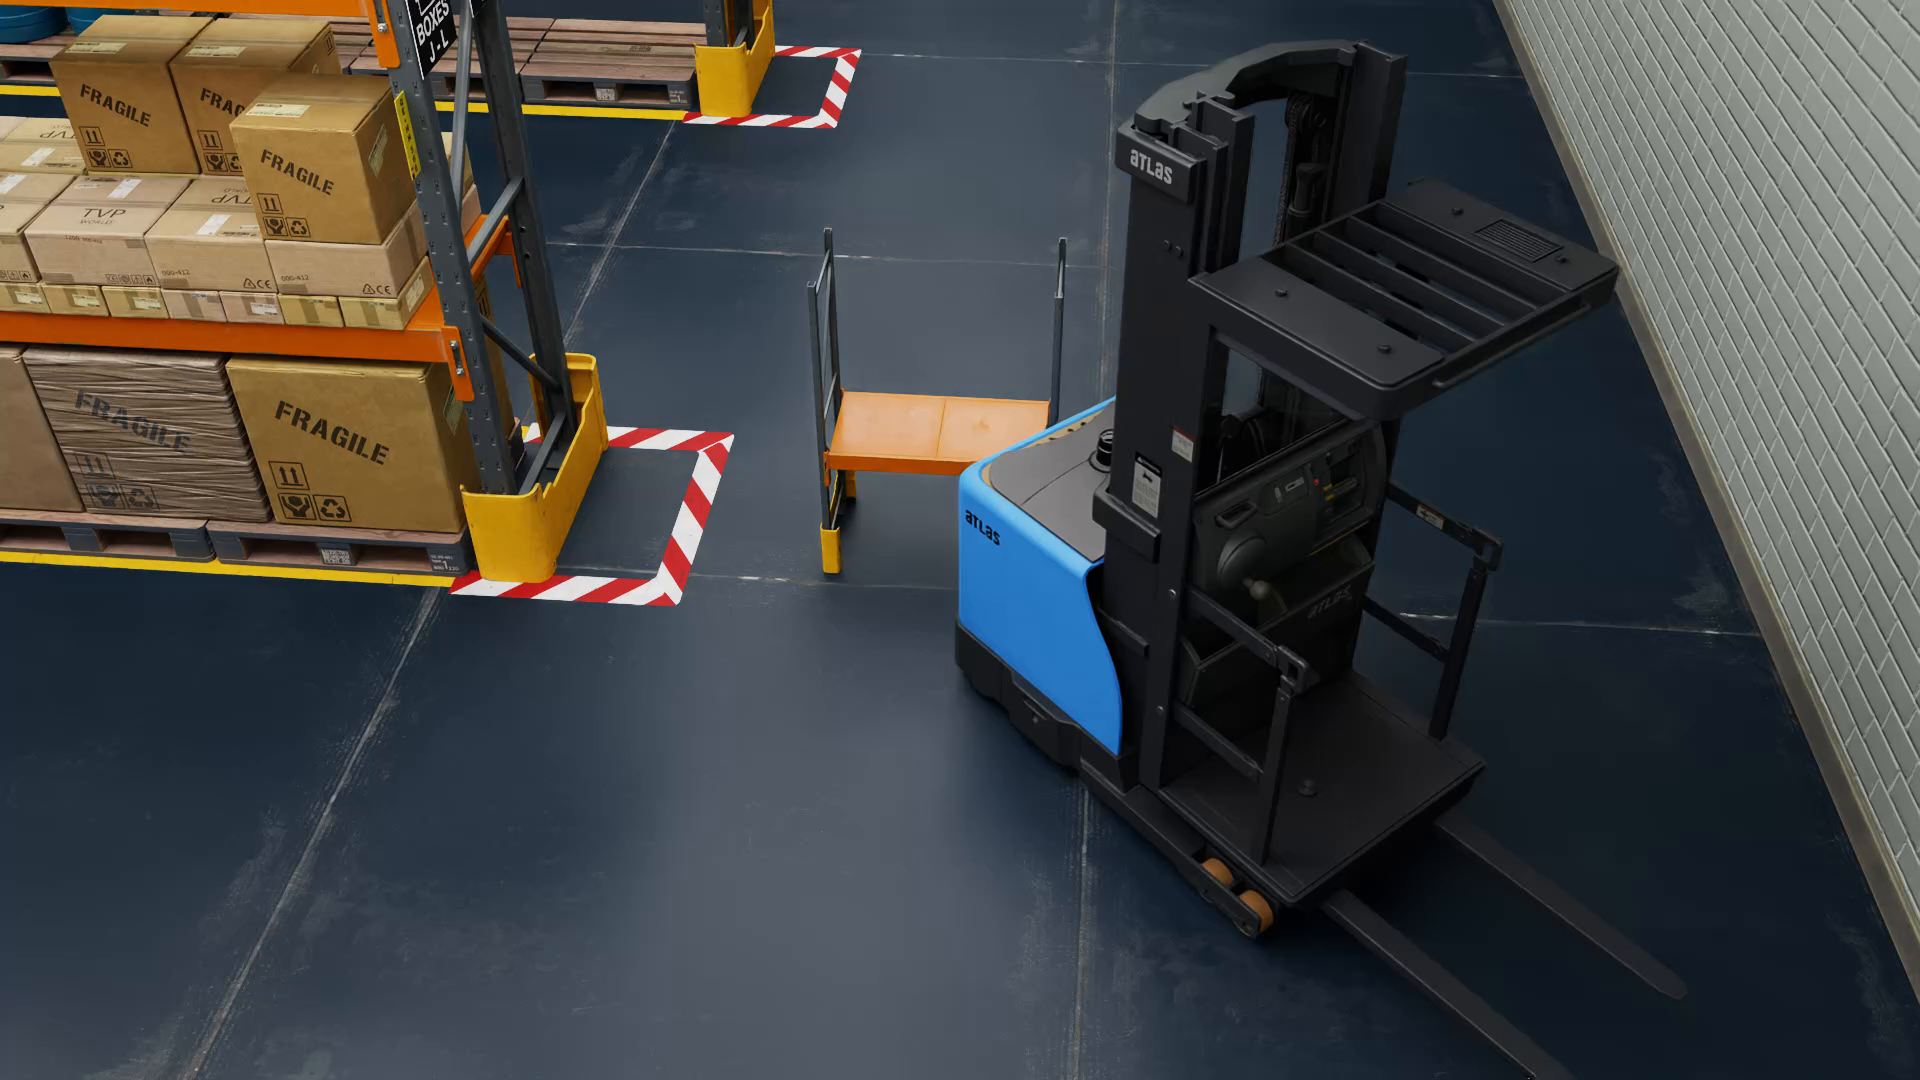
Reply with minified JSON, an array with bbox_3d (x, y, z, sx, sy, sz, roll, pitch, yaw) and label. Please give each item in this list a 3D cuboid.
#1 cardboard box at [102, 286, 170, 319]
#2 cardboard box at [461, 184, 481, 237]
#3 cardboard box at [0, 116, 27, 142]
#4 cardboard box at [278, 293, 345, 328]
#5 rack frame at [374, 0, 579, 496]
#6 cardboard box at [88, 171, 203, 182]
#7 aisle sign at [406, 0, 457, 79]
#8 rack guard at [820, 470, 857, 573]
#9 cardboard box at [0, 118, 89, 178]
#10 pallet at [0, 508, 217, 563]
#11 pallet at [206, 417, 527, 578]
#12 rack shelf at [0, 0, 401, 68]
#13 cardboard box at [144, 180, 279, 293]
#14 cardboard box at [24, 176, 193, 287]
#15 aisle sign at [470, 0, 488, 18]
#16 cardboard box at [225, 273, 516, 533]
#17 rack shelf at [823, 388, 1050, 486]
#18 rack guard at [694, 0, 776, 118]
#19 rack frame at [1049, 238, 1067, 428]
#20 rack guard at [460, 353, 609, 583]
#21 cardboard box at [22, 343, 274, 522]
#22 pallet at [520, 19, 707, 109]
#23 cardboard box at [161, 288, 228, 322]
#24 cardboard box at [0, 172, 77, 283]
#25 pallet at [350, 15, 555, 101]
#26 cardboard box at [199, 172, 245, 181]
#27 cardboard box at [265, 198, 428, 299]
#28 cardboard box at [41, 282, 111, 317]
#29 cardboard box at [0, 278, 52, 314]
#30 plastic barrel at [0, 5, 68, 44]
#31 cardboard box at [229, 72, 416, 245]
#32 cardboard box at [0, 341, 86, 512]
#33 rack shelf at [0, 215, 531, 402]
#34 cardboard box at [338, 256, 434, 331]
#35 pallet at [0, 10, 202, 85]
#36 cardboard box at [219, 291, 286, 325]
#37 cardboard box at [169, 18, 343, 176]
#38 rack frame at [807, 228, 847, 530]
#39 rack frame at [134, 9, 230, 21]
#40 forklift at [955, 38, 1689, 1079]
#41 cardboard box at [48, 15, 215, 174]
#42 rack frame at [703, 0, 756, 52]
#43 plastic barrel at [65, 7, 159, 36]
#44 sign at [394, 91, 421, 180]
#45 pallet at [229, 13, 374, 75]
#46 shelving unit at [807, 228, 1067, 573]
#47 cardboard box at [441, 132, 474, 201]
[{"bbox_3d":[-3.440,-1.108,7.104,0.250,0.149,0.380,2,39,3],"label":"cardboard box"},{"bbox_3d":[-2.365,-1.468,7.547,0.250,0.149,0.380,4,39,4],"label":"cardboard box"},{"bbox_3d":[-4.538,-1.700,7.516,0.500,0.250,0.500,4,39,5],"label":"cardboard box"},{"bbox_3d":[-2.682,-1.066,7.053,0.250,0.149,0.380,4,39,4],"label":"cardboard box"},{"bbox_3d":[-2.039,-1.338,7.189,0.127,3.000,1.000,3,39,4],"label":"rack frame"},{"bbox_3d":[-3.513,-1.645,7.449,0.500,0.250,0.500,2,39,2],"label":"cardboard box"},{"bbox_3d":[-1.993,-2.154,6.131,0.004,0.787,0.394,3,39,4],"label":"aisle sign"},{"bbox_3d":[-0.572,-0.128,7.880,0.087,0.250,0.587,3,39,4],"label":"rack guard"},{"bbox_3d":[-4.033,-1.670,7.480,0.500,0.250,0.500,2,39,3],"label":"cardboard box"},{"bbox_3d":[-4.055,-0.319,8.146,1.213,0.211,1.003,3,39,4],"label":"pallet"},{"bbox_3d":[-2.843,-0.251,8.062,1.213,0.211,1.003,3,39,4],"label":"pallet"},{"bbox_3d":[-4.032,-2.332,6.603,4.000,0.370,1.077,3,39,4],"label":"rack shelf"},{"bbox_3d":[-3.050,-1.283,7.004,0.500,0.250,0.500,2,39,3],"label":"cardboard box"},{"bbox_3d":[-3.557,-1.311,7.038,0.500,0.250,0.500,2,39,2],"label":"cardboard box"},{"bbox_3d":[-1.942,-2.531,6.595,0.004,0.787,0.394,3,39,4],"label":"aisle sign"},{"bbox_3d":[-2.684,-0.662,7.708,0.875,0.875,0.875,3,39,4],"label":"cardboard box"},{"bbox_3d":[-0.085,-0.447,7.566,1.000,0.185,0.538,3,39,4],"label":"rack shelf"},{"bbox_3d":[-1.587,-3.491,11.813,0.348,0.500,1.175,3,39,4],"label":"rack guard"},{"bbox_3d":[0.421,-0.559,7.419,0.032,1.500,0.500,3,39,4],"label":"rack frame"},{"bbox_3d":[-2.015,-0.368,7.976,0.348,0.500,1.175,3,39,4],"label":"rack guard"},{"bbox_3d":[-3.590,-0.711,7.769,0.875,0.875,0.875,3,39,4],"label":"cardboard box"},{"bbox_3d":[-2.430,-3.441,11.981,1.213,0.211,1.003,3,39,4],"label":"pallet"},{"bbox_3d":[-3.181,-1.095,7.089,0.250,0.149,0.380,4,39,5],"label":"cardboard box"},{"bbox_3d":[-4.077,-1.336,7.069,0.500,0.250,0.500,3,39,4],"label":"cardboard box"},{"bbox_3d":[-3.642,-3.509,12.065,1.213,0.211,1.003,3,39,4],"label":"pallet"},{"bbox_3d":[-3.013,-1.616,7.412,0.500,0.250,0.500,3,39,3],"label":"cardboard box"},{"bbox_3d":[-2.545,-1.255,6.969,0.500,0.250,0.500,3,39,3],"label":"cardboard box"},{"bbox_3d":[-3.699,-1.122,7.121,0.250,0.149,0.380,3,39,4],"label":"cardboard box"},{"bbox_3d":[-3.945,-1.137,7.140,0.250,0.149,0.380,4,39,5],"label":"cardboard box"},{"bbox_3d":[-6.843,-4.099,11.910,0.708,0.901,0.600,3,39,4],"label":"plastic barrel"},{"bbox_3d":[-2.547,-1.548,6.735,0.500,0.500,0.500,4,39,4],"label":"cardboard box"},{"bbox_3d":[-4.477,-0.760,7.828,0.875,0.875,0.875,3,39,4],"label":"cardboard box"},{"bbox_3d":[-4.032,-1.168,7.549,4.000,0.370,1.077,3,39,4],"label":"rack shelf"},{"bbox_3d":[-2.422,-1.053,7.037,0.250,0.149,0.380,4,39,5],"label":"cardboard box"},{"bbox_3d":[-6.362,-3.658,12.247,1.213,0.211,1.003,3,39,4],"label":"pallet"},{"bbox_3d":[-2.933,-1.081,7.071,0.250,0.149,0.380,3,39,4],"label":"cardboard box"},{"bbox_3d":[-2.992,-1.910,7.179,0.500,0.500,0.500,2,39,3],"label":"cardboard box"},{"bbox_3d":[-0.591,-0.614,7.487,0.032,1.500,0.500,3,39,4],"label":"rack frame"},{"bbox_3d":[-5.597,-4.671,11.283,0.127,3.000,1.000,3,39,4],"label":"rack frame"},{"bbox_3d":[1.288,-0.039,5.646,1.130,2.935,3.031,-27,46,-29],"label":"forklift"},{"bbox_3d":[-3.509,-1.934,7.209,0.500,0.500,0.500,2,39,3],"label":"cardboard box"},{"bbox_3d":[-1.612,-4.453,11.016,0.127,3.000,1.000,3,39,4],"label":"rack frame"},{"bbox_3d":[-6.138,-4.061,11.863,0.708,0.901,0.600,3,39,4],"label":"plastic barrel"},{"bbox_3d":[-2.100,-1.539,6.330,0.005,0.325,0.100,3,39,4],"label":"sign"},{"bbox_3d":[-4.861,-3.574,12.144,1.213,0.211,1.003,3,39,4],"label":"pallet"},{"bbox_3d":[-0.076,-0.586,7.452,1.083,1.500,0.587,3,39,4],"label":"shelving unit"},{"bbox_3d":[-2.494,-1.591,7.383,0.500,0.250,0.500,2,39,3],"label":"cardboard box"}]
